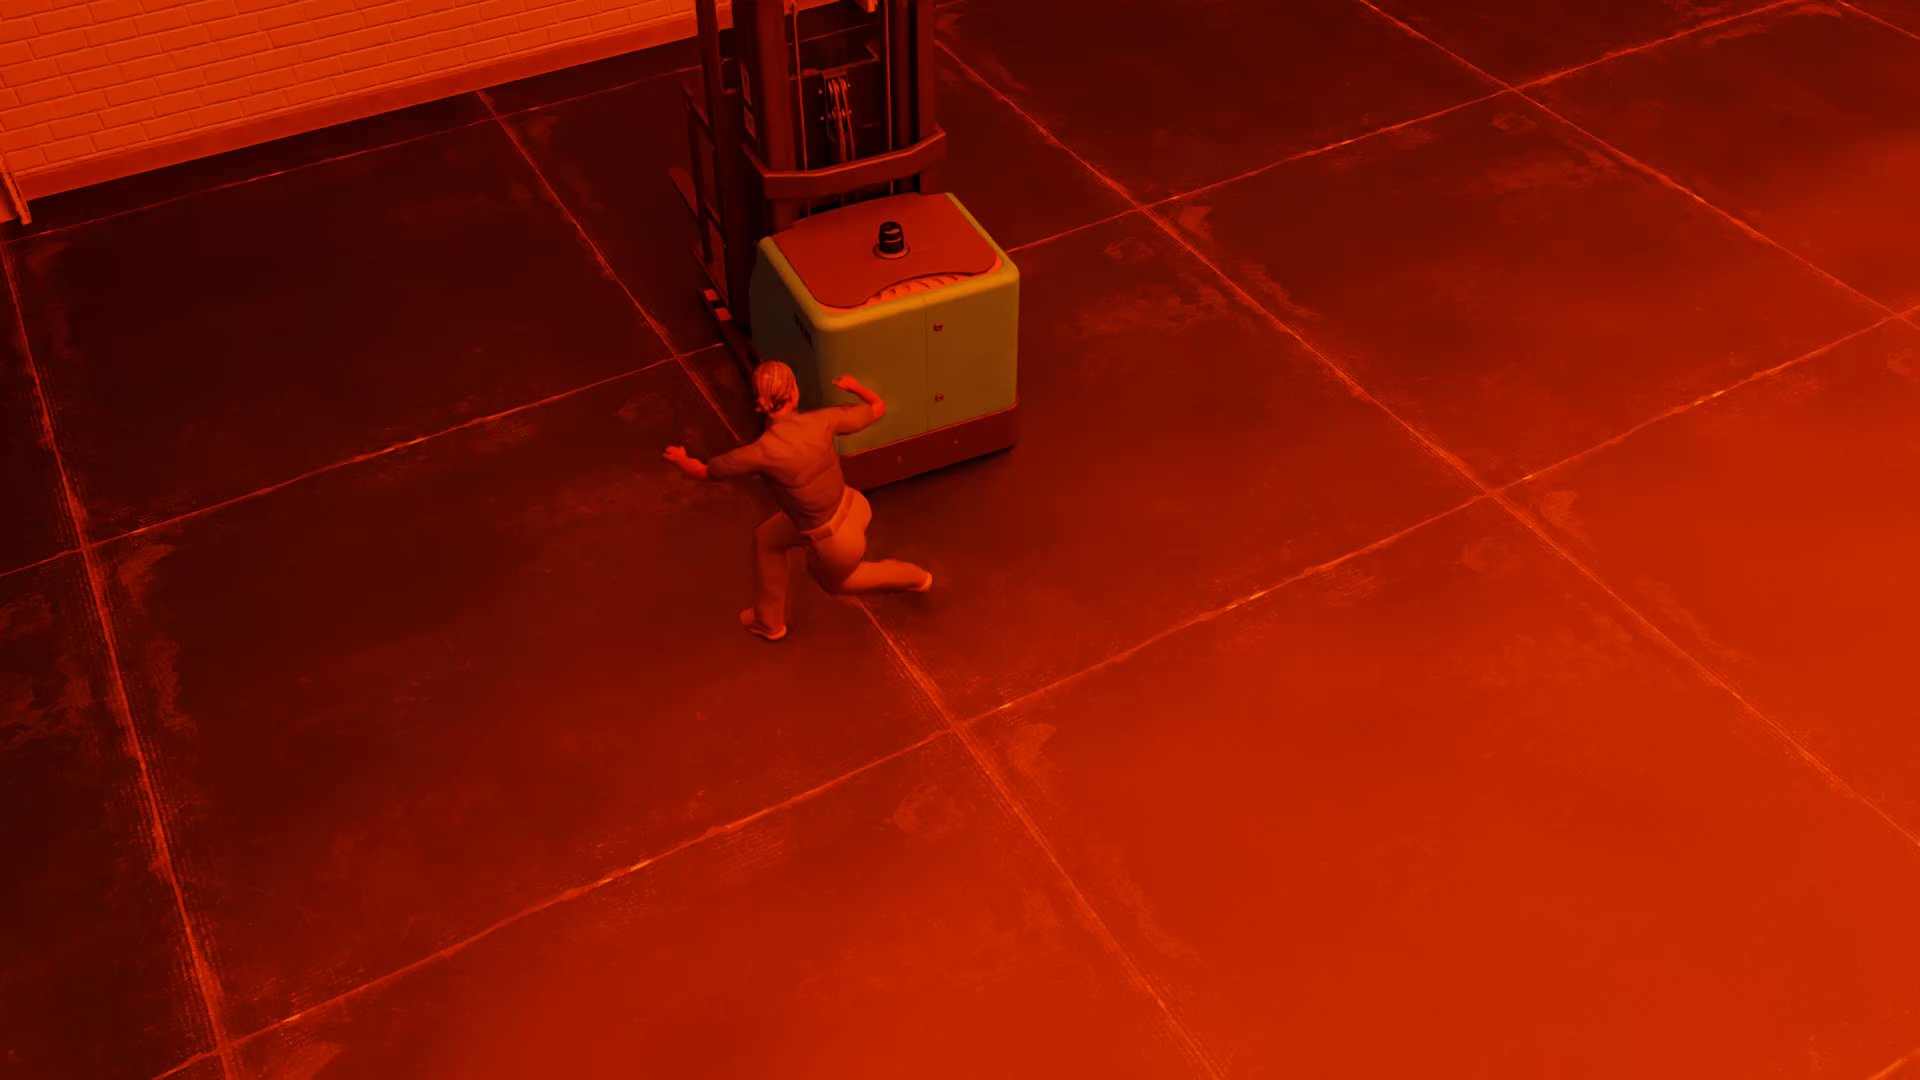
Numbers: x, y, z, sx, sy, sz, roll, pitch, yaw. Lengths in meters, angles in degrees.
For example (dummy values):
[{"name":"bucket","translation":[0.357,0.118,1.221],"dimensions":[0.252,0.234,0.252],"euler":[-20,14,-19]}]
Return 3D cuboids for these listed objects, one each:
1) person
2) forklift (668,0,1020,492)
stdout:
[{"name":"person","translation":[-0.690,-0.235,7.098],"dimensions":[1.088,1.449,0.827],"euler":[14,45,15]},{"name":"forklift","translation":[-0.791,-2.290,8.167],"dimensions":[1.130,2.935,3.031],"euler":[-18,46,-18]}]
